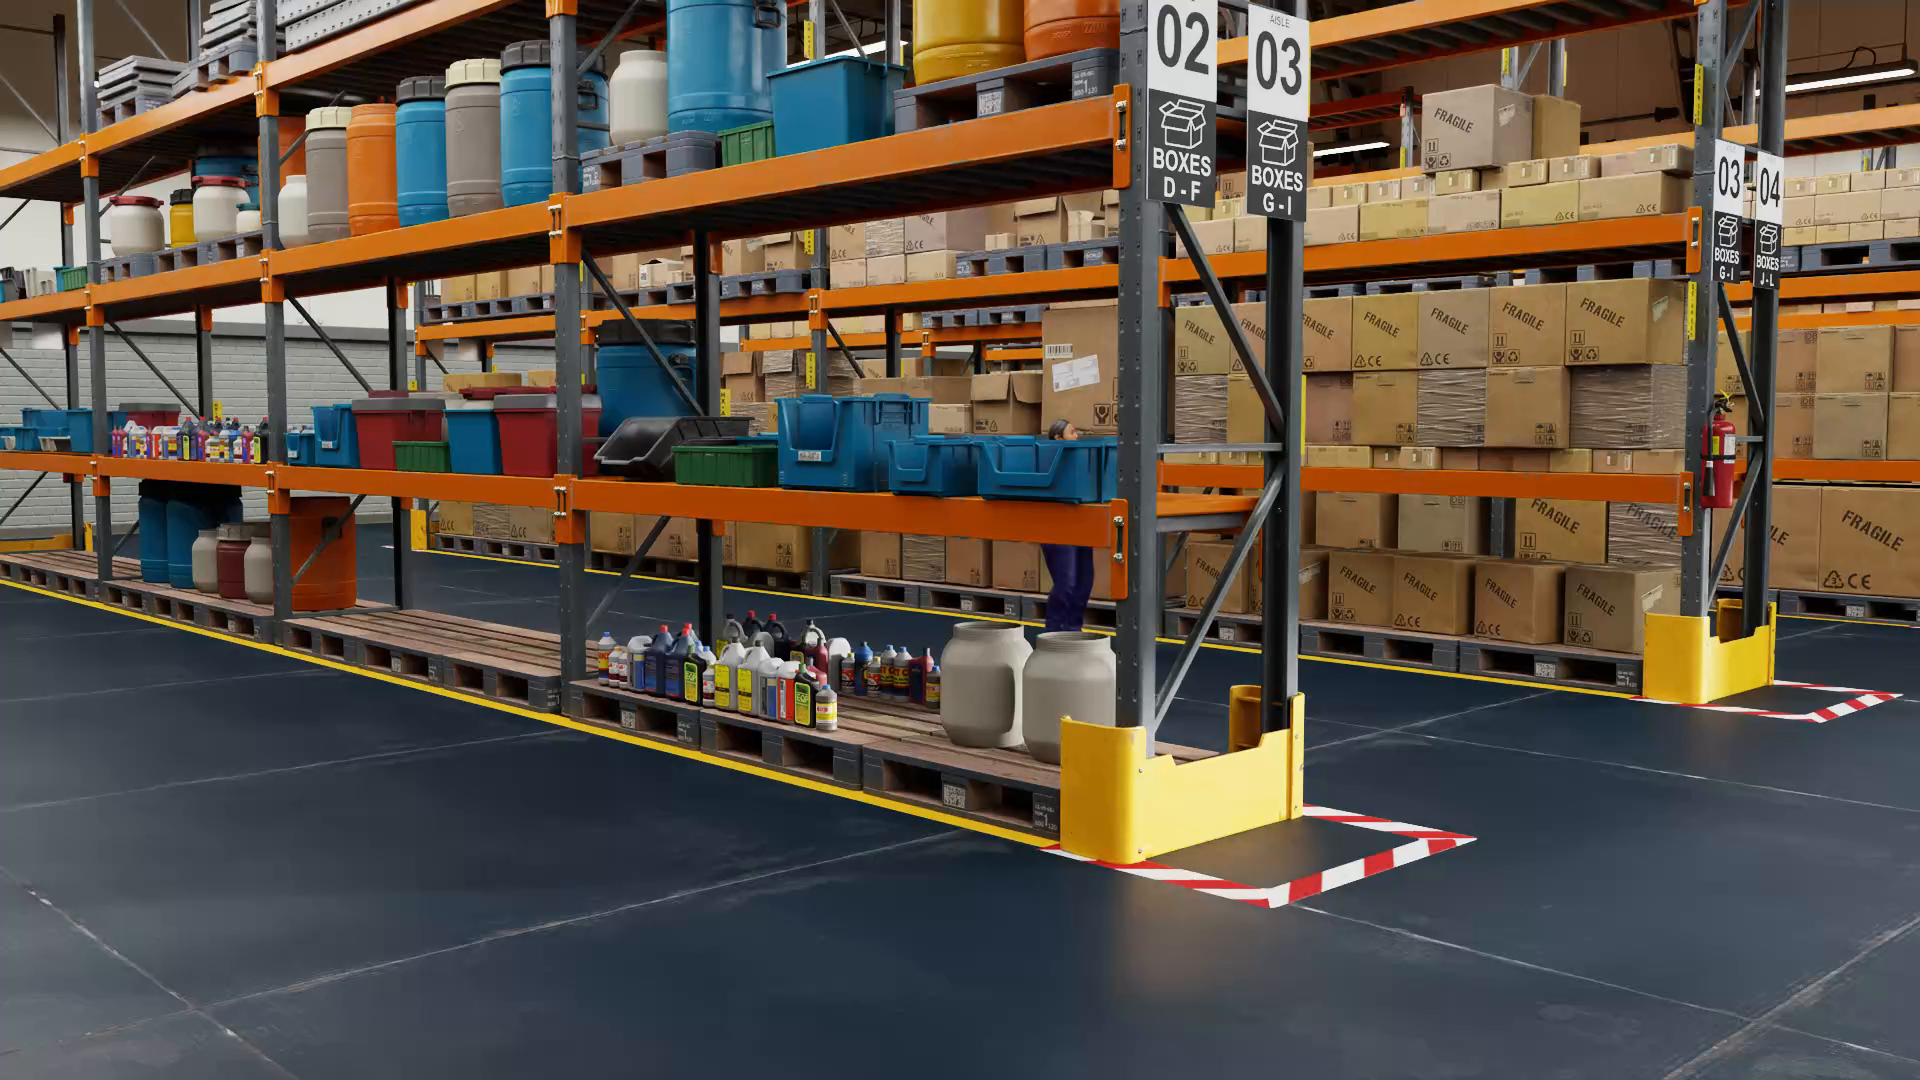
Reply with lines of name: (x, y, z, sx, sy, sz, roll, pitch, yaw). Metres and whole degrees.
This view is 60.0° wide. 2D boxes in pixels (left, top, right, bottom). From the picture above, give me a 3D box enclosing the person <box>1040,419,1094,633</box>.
person: (0.831, -0.030, 11.661, 0.523, 1.634, 0.452, 2, 5, 30)
